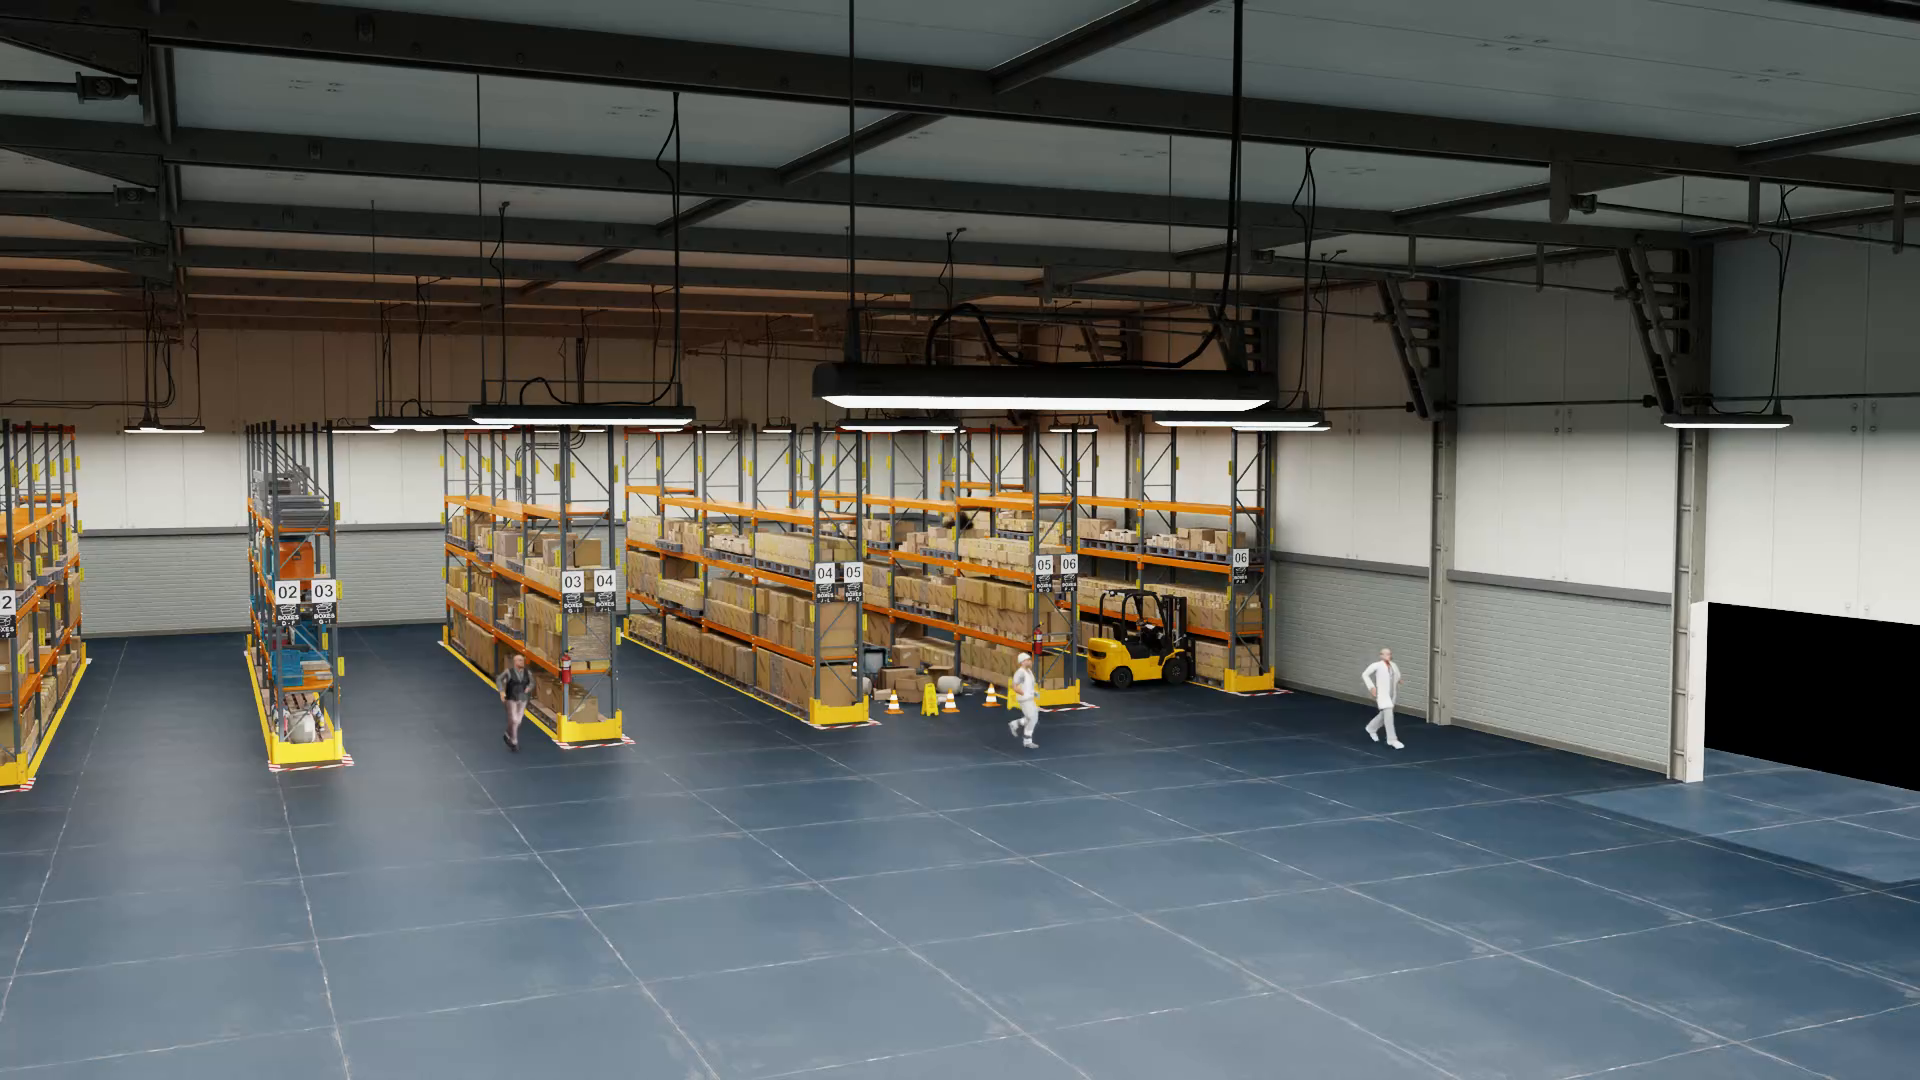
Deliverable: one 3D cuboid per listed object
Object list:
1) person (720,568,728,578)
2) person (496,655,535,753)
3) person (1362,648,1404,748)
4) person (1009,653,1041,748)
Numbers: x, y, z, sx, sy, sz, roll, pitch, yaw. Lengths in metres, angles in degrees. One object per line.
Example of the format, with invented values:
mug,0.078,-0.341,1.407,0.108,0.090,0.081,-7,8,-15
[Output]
person,-7.195,1.706,50.279,0.596,1.742,0.649,-1,4,-22
person,-8.096,2.967,30.463,0.683,1.711,0.886,-3,5,-38
person,7.837,2.884,30.667,0.691,1.776,1.033,-2,4,-33
person,1.152,2.946,30.593,0.615,1.745,0.656,1,4,23
